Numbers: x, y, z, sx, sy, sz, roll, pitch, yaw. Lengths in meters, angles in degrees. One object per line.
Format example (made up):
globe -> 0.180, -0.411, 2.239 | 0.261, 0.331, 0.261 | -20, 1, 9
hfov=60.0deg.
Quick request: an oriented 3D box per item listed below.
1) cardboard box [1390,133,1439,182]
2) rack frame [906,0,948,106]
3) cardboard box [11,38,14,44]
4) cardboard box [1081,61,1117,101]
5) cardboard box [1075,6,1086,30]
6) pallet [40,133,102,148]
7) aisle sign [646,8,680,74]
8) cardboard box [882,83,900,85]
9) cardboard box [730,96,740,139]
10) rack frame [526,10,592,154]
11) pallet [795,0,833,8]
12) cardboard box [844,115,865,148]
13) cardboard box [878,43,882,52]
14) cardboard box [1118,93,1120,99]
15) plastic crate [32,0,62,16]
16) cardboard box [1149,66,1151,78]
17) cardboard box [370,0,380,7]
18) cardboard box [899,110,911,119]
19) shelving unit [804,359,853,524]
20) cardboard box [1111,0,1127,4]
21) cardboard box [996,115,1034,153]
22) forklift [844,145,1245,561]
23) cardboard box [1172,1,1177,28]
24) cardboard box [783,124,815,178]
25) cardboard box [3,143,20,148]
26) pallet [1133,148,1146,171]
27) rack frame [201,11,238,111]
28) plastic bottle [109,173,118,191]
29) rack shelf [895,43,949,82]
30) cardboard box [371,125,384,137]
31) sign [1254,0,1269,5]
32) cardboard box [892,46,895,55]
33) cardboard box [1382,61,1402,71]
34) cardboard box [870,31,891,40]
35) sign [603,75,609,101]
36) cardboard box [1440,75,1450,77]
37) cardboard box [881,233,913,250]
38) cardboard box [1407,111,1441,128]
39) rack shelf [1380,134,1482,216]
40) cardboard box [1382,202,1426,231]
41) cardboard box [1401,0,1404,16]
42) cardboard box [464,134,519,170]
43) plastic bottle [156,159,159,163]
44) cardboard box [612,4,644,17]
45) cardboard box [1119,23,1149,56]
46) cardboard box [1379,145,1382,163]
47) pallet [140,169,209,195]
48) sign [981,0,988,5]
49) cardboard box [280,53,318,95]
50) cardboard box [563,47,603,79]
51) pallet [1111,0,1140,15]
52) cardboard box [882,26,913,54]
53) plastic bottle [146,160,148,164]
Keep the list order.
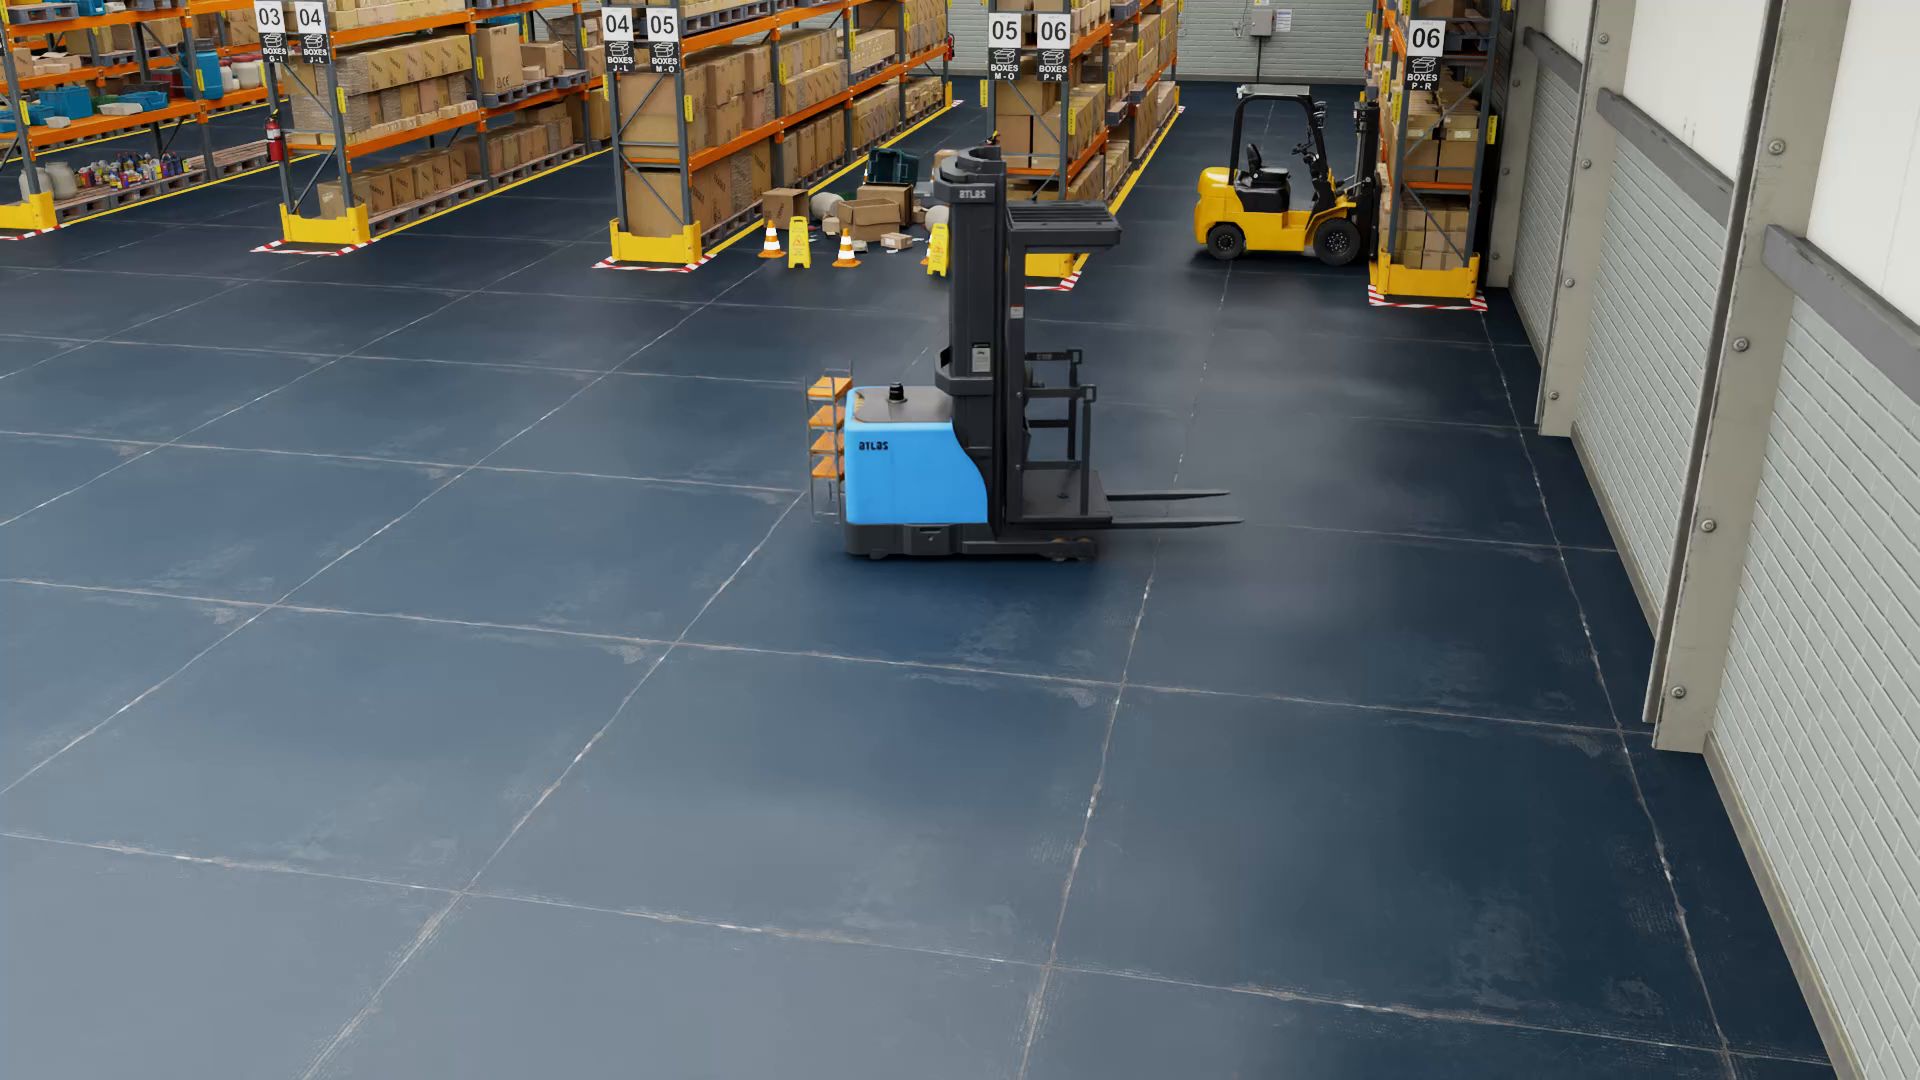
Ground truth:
cardboard box -> 5.545, -4.671, 20.302 | 0.500, 0.500, 0.500 | 4, 22, 10
rack frame -> -0.760, -10.994, 36.135 | 1.000, 3.000, 0.127 | 4, 22, 11
cardboard box -> -20.751, -10.826, 36.029 | 0.380, 0.149, 0.250 | 5, 22, 11
cardboard box -> 2.034, -6.793, 24.612 | 0.500, 0.500, 0.500 | 5, 22, 12
cardboard box -> 1.317, -6.608, 21.034 | 0.500, 0.250, 0.500 | 4, 22, 10
pallet -> -17.131, -7.648, 31.560 | 1.003, 0.211, 1.213 | 4, 22, 11
aisle sign -> -3.746, -6.299, 20.999 | 0.394, 0.787, 0.004 | 4, 22, 11
cardboard box -> -1.449, -9.493, 34.868 | 0.380, 0.149, 0.250 | 5, 22, 12
cardboard box -> -3.598, -5.946, 23.401 | 0.875, 0.550, 0.500 | 4, 22, 11
rack frame -> -7.228, -8.483, 29.901 | 1.000, 3.000, 0.127 | 4, 22, 11
pallet -> -2.697, -8.723, 26.735 | 1.003, 0.211, 1.213 | 6, 23, 13
cardboard box -> -1.999, -7.342, 29.853 | 0.500, 0.500, 0.500 | 4, 22, 9
cardboard box -> -1.676, -9.204, 31.068 | 0.380, 0.149, 0.250 | 3, 22, 8
cardboard box -> 2.268, -6.902, 25.750 | 0.380, 0.149, 0.250 | 5, 22, 11
plastic crate -> -13.614, -8.039, 24.805 | 0.392, 0.384, 0.575 | 4, 22, 11
cardboard box -> 3.219, -8.568, 30.314 | 0.500, 0.250, 0.500 | 4, 22, 9
cardboard box -> -8.320, -7.519, 23.159 | 0.380, 0.149, 0.250 | 4, 22, 11
cardboard box -> -1.188, -8.512, 33.227 | 0.380, 0.149, 0.250 | 3, 22, 9
shelving unit -> -1.017, -0.781, 13.180 | 0.258, 1.200, 0.503 | 4, 22, 12
cardboard box -> 2.169, -7.964, 24.237 | 0.500, 0.250, 0.500 | 4, 22, 9
cardboard box -> 0.682, -5.205, 21.231 | 0.500, 0.500, 0.500 | 4, 22, 10
forklift -> 0.638, -1.399, 12.403 | 3.031, 2.935, 1.130 | -1, 22, -2
cardboard box -> 4.163, -10.775, 34.122 | 0.500, 0.500, 0.500 | 5, 22, 11
cardboard box -> -2.970, -6.343, 27.036 | 1.050, 0.750, 0.750 | 4, 22, 11
cardboard box -> -17.208, -7.201, 29.837 | 0.500, 0.250, 0.500 | 4, 22, 9
pallet -> 2.709, -6.716, 29.248 | 1.003, 0.211, 1.213 | 4, 22, 11
rack frame -> -16.109, -10.702, 35.412 | 1.000, 3.000, 0.127 | 4, 22, 11
plastic bottle -> -13.034, -5.512, 25.589 | 0.097, 0.271, 0.097 | 0, 22, 0
rack shelf -> -1.168, -9.928, 34.453 | 1.077, 0.370, 4.000 | 4, 22, 11
cardboard box -> -8.402, -5.800, 23.576 | 0.380, 0.149, 0.250 | 4, 22, 11
sign -> 7.249, -12.967, 39.929 | 0.339, 0.242, 0.001 | 4, 22, 11
cardboard box -> -1.464, -9.449, 32.073 | 0.380, 0.149, 0.250 | 4, 22, 10
cardboard box -> 6.981, -7.604, 26.716 | 0.380, 0.149, 0.250 | 5, 22, 12
cardboard box -> -1.521, -9.625, 31.715 | 0.380, 0.149, 0.250 | 4, 22, 9
sign -> -4.553, -5.835, 21.461 | 0.100, 0.325, 0.005 | 4, 22, 11
cardboard box -> 7.156, -6.901, 24.971 | 0.380, 0.149, 0.250 | 5, 22, 11
cardboard box -> -0.869, -4.112, 22.865 | 0.380, 0.149, 0.250 | 18, 28, 38
cardboard box -> 5.568, -5.057, 19.994 | 0.380, 0.149, 0.250 | 5, 22, 11
rack shelf -> 6.110, -4.822, 21.775 | 1.077, 0.370, 4.000 | 4, 22, 11
cardboard box -> 5.490, -4.000, 20.550 | 0.500, 0.250, 0.500 | 5, 23, 13
cardboard box -> 5.918, -6.938, 21.534 | 0.396, 0.266, 0.258 | 4, 22, 10
cardboard box -> -7.782, -6.460, 27.637 | 0.700, 0.500, 0.500 | 4, 22, 11
plastic bottle -> -12.931, -6.013, 26.824 | 0.152, 0.276, 0.135 | 4, 22, 11
cardboard box -> -4.289, -6.805, 21.361 | 0.380, 0.149, 0.250 | 4, 22, 11
cardboard box -> 3.026, -8.769, 29.141 | 0.500, 0.500, 0.500 | 5, 22, 12
cardboard box -> 6.930, -5.731, 25.684 | 0.875, 0.625, 0.625 | 4, 22, 9
pallet -> -13.070, -5.862, 27.125 | 1.003, 0.211, 1.213 | 4, 22, 11
sign -> 0.302, -6.653, 20.158 | 0.100, 0.325, 0.005 | 4, 22, 11
cardboard box -> -8.990, -6.425, 22.922 | 0.500, 0.500, 0.500 | 4, 22, 11
cardboard box -> -6.862, -8.686, 30.272 | 0.500, 0.500, 0.500 | 5, 22, 12
pallet -> 2.097, -8.166, 25.351 | 1.213, 0.211, 1.003 | 4, 22, 11
cardboard box -> -1.229, -9.877, 32.831 | 0.500, 0.500, 0.500 | 4, 22, 10
plastic bottle -> -13.407, -6.183, 27.348 | 0.097, 0.201, 0.097 | 0, 22, 0
